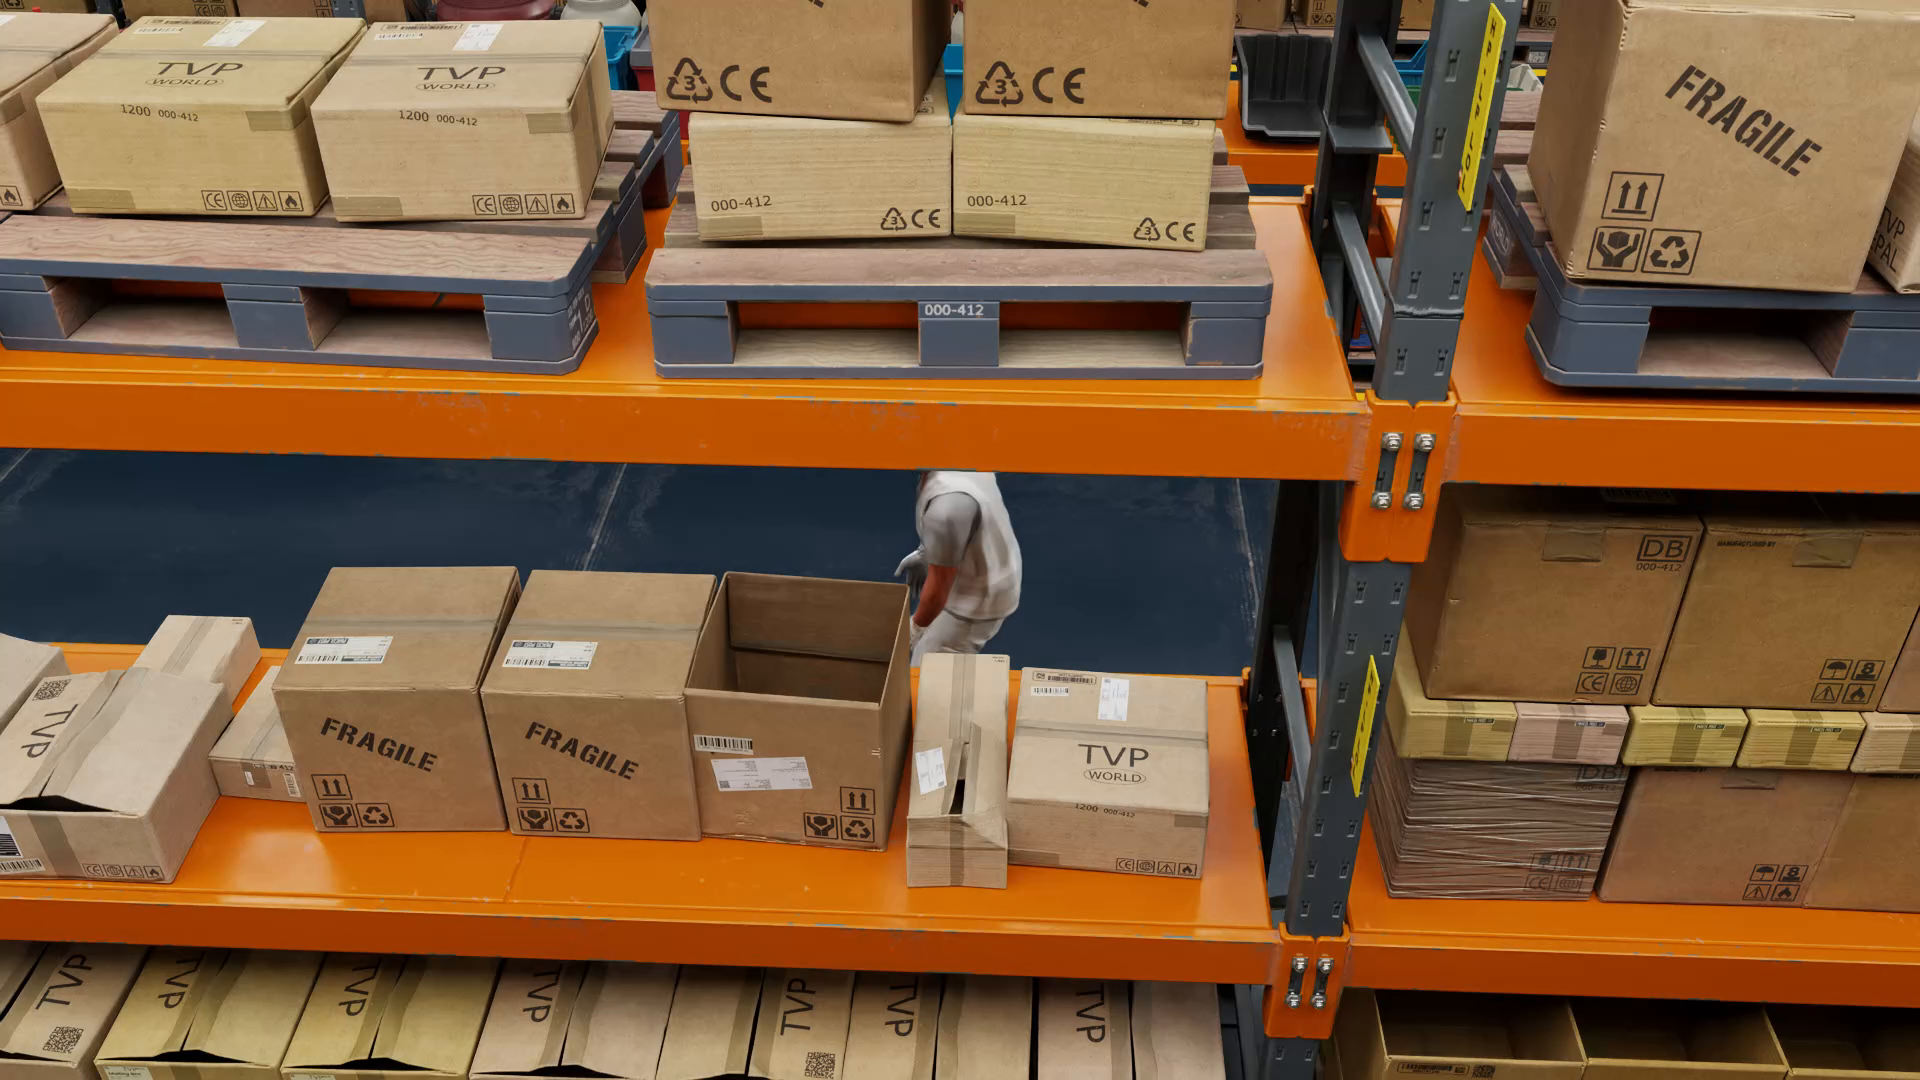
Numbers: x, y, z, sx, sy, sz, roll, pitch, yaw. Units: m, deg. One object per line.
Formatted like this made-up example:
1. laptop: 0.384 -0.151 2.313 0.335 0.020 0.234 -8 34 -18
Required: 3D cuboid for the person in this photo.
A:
1. person: -0.078 0.245 5.983 0.668 1.555 0.577 1 35 2
